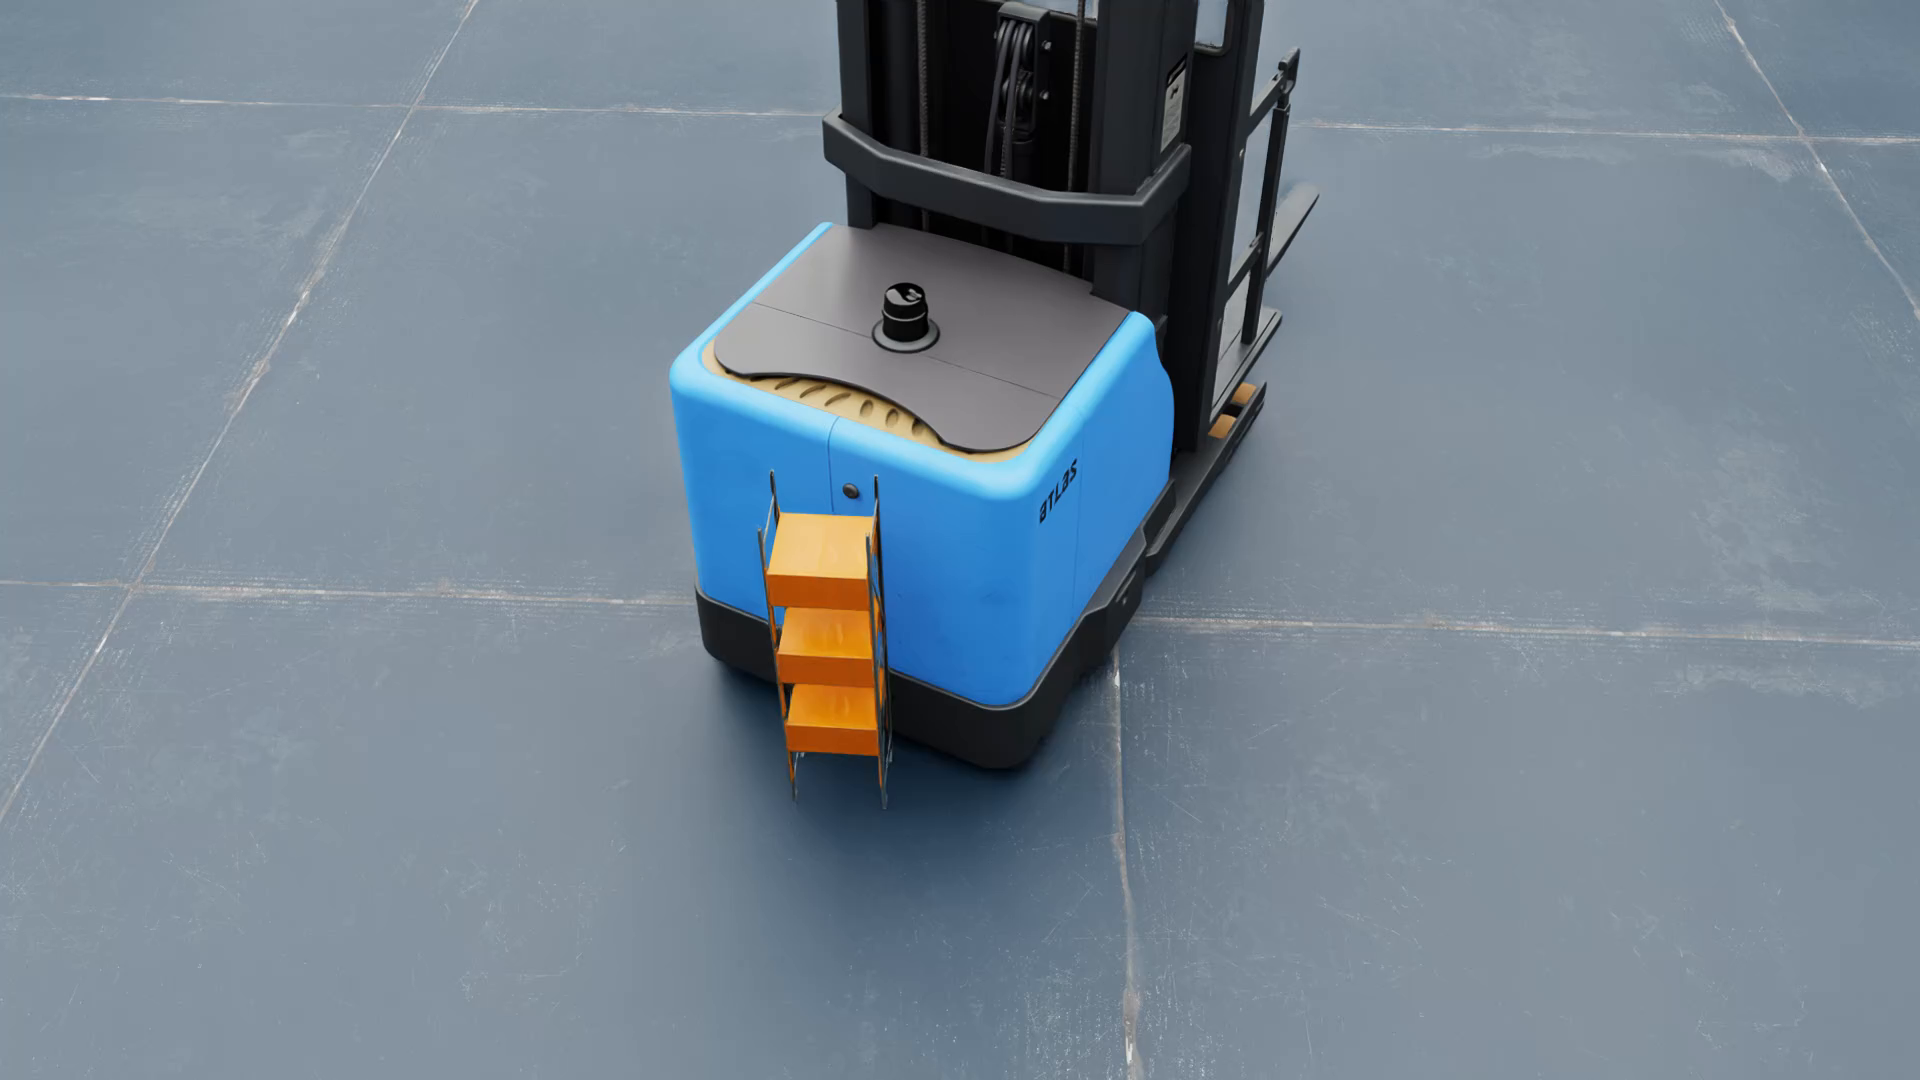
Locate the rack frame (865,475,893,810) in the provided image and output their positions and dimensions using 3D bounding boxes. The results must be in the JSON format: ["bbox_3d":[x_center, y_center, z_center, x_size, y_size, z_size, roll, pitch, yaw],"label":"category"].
[{"bbox_3d":[-0.199,0.287,4.164,0.008,1.050,0.200,3,46,3],"label":"rack frame"}]

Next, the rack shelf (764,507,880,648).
[{"bbox_3d":[-0.322,0.090,3.975,0.240,0.259,0.215,3,46,3],"label":"rack shelf"}]

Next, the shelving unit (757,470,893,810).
[{"bbox_3d":[-0.321,0.281,4.171,0.252,1.050,0.215,3,46,3],"label":"shelving unit"}]

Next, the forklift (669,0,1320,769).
[{"bbox_3d":[0.381,-1.457,4.664,1.130,2.935,3.031,20,46,20],"label":"forklift"}]

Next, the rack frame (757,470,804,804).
[{"bbox_3d":[-0.443,0.275,4.178,0.008,1.050,0.200,3,46,3],"label":"rack frame"}]

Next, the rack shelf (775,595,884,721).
[{"bbox_3d":[-0.321,0.288,4.179,0.240,0.259,0.215,3,46,3],"label":"rack shelf"}]

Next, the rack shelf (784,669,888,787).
[{"bbox_3d":[-0.320,0.482,4.377,0.240,0.259,0.215,3,46,3],"label":"rack shelf"}]
